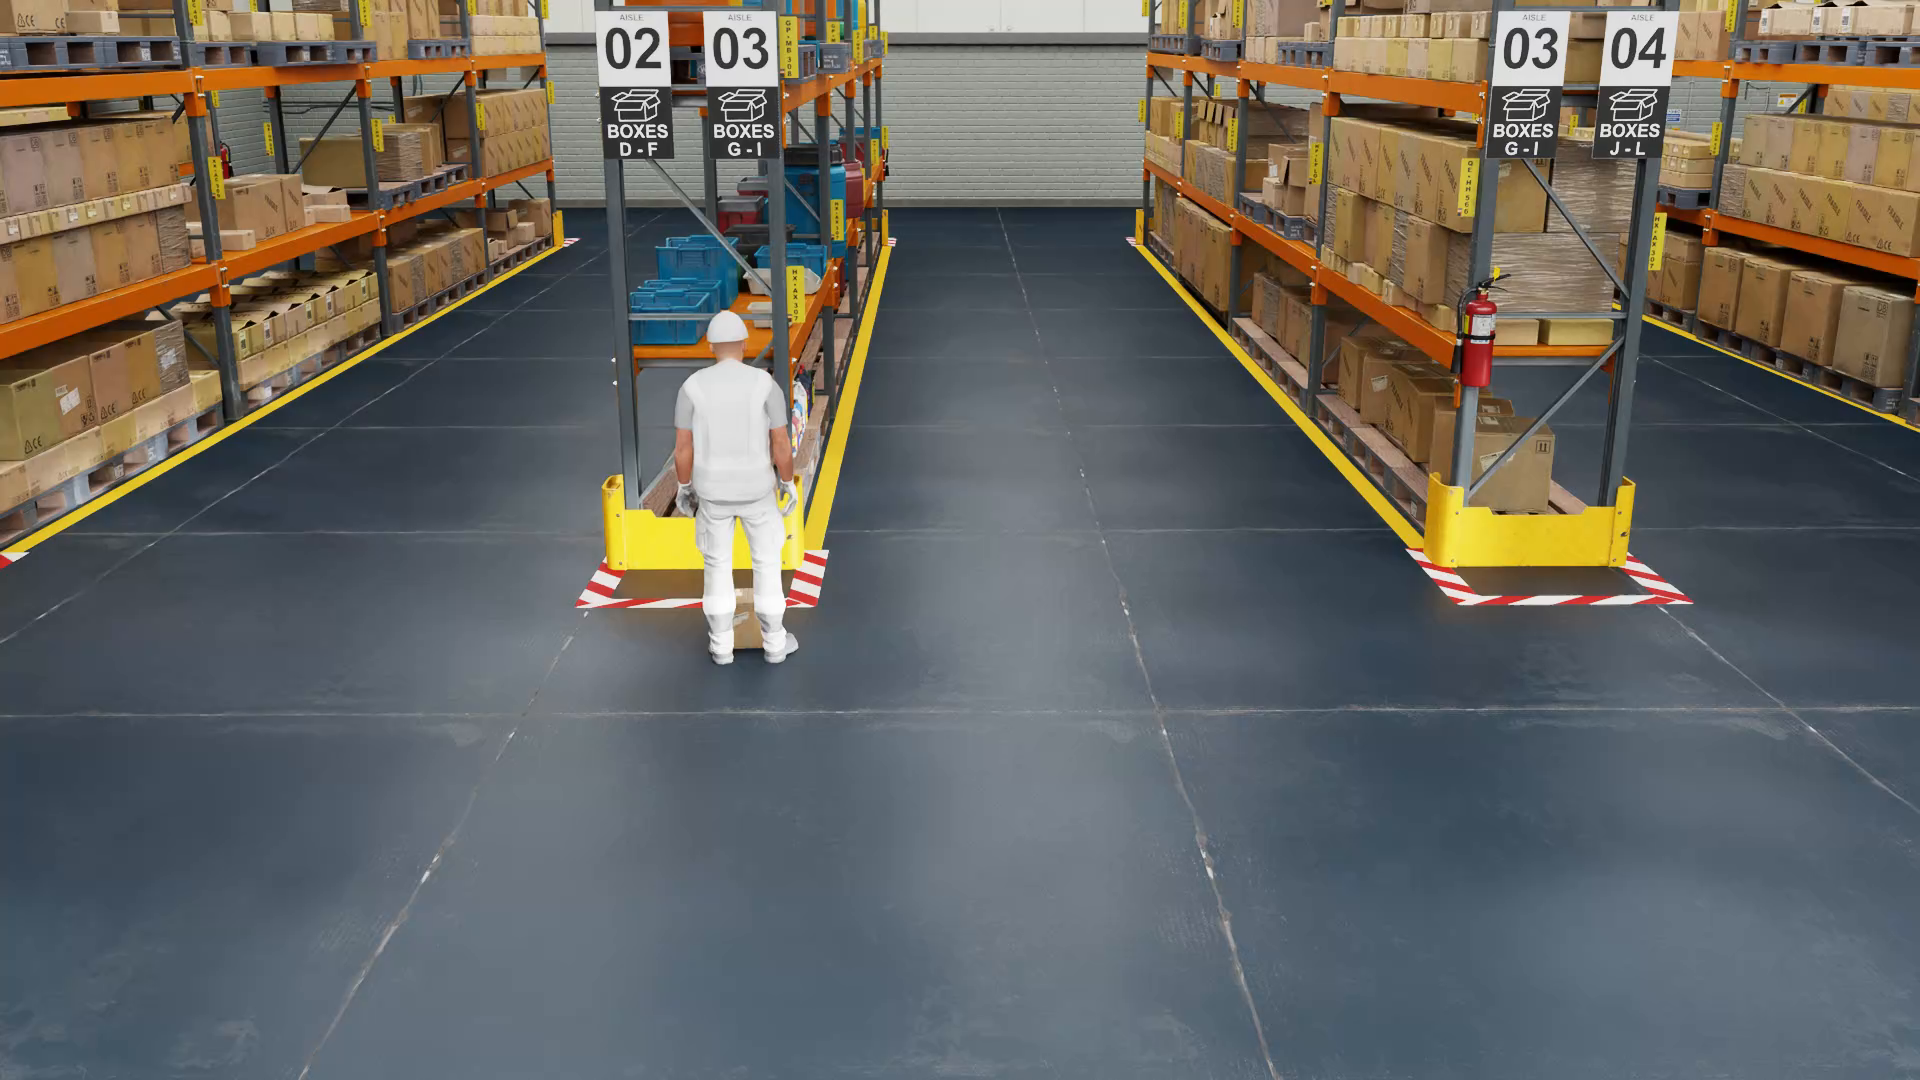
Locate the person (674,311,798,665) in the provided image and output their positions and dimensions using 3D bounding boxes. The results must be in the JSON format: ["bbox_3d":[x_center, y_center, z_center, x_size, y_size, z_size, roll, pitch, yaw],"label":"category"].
[{"bbox_3d":[-1.121,-0.253,8.348,0.613,1.779,0.455,0,17,-1],"label":"person"}]
